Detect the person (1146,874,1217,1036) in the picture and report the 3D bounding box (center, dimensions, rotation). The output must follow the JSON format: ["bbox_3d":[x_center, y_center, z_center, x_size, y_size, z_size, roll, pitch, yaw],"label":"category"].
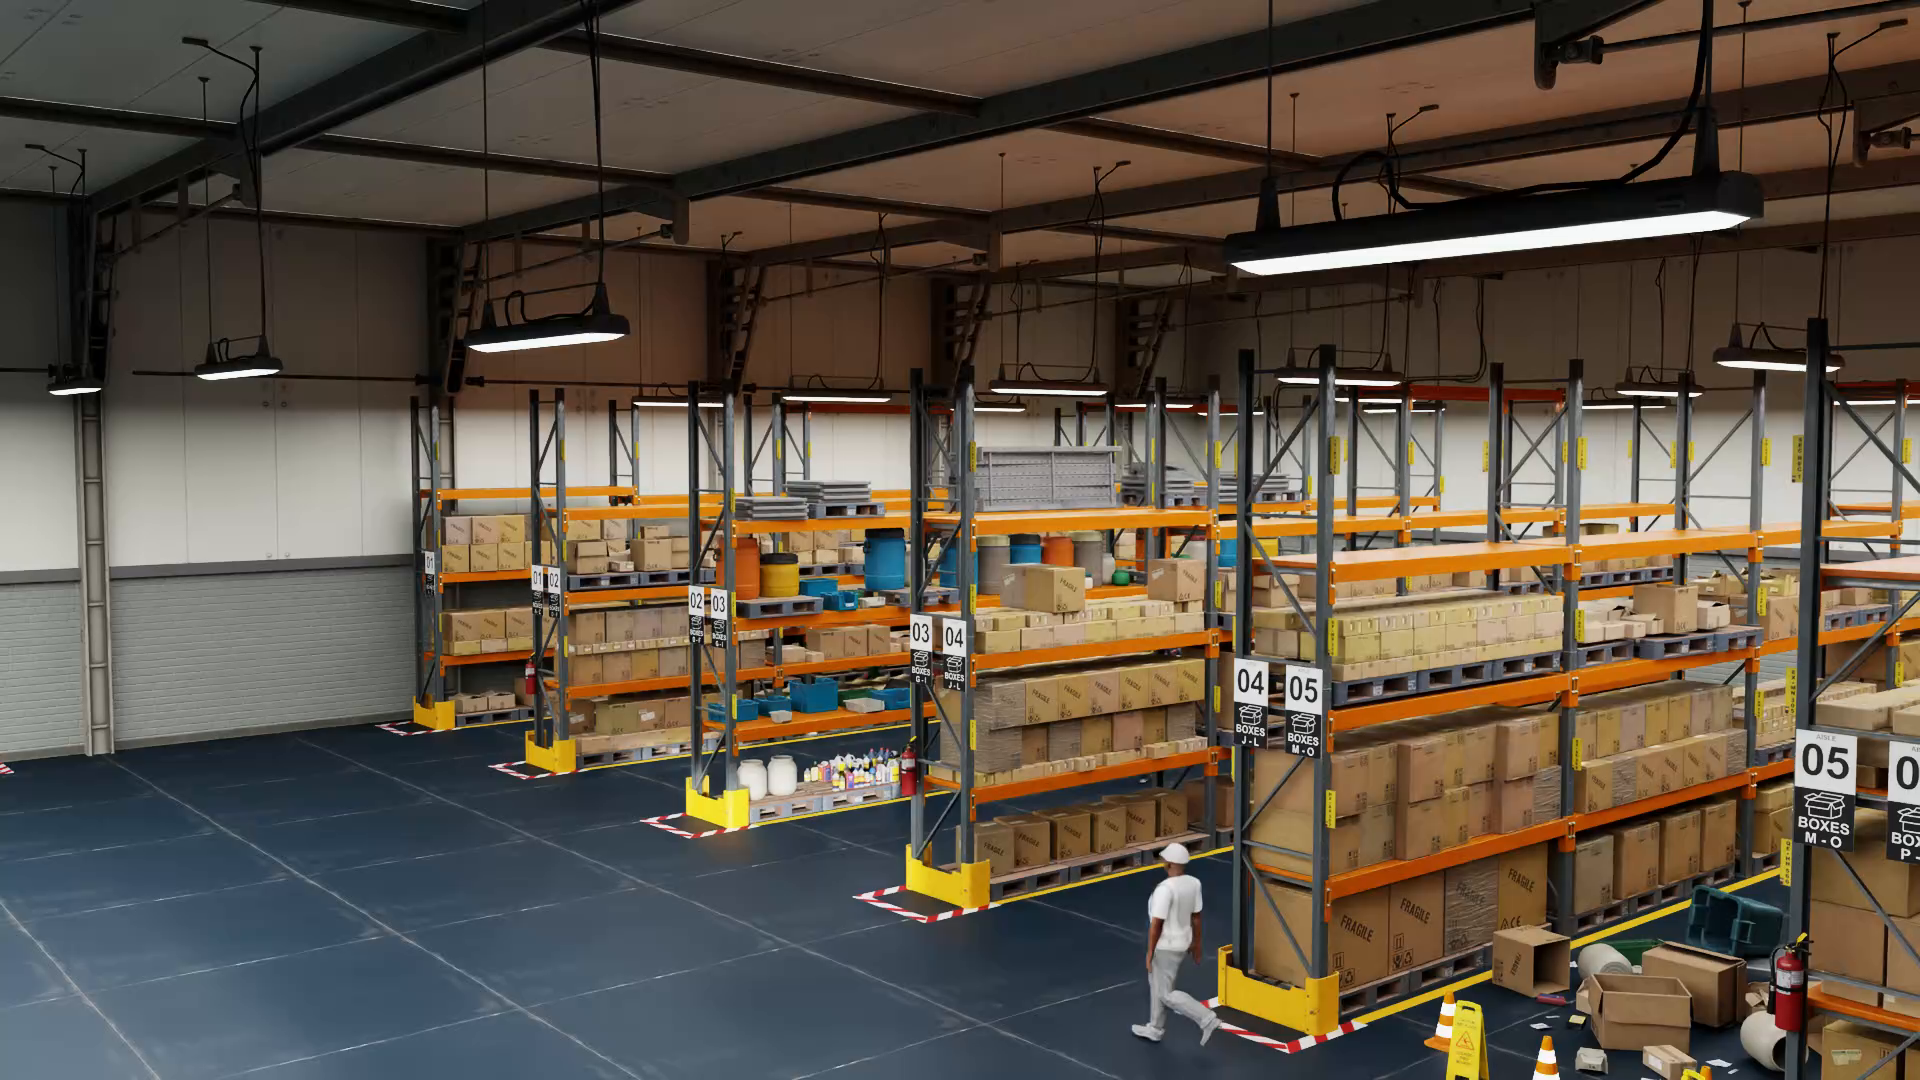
[{"bbox_3d":[1.880,3.554,14.138,0.656,1.432,0.530,1,4,20],"label":"person"}]

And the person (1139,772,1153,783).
[{"bbox_3d":[2.876,2.882,25.378,0.456,1.587,0.517,-1,4,-18],"label":"person"}]

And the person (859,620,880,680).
[{"bbox_3d":[-1.815,2.333,33.351,0.668,1.709,0.530,0,3,-3],"label":"person"}]
